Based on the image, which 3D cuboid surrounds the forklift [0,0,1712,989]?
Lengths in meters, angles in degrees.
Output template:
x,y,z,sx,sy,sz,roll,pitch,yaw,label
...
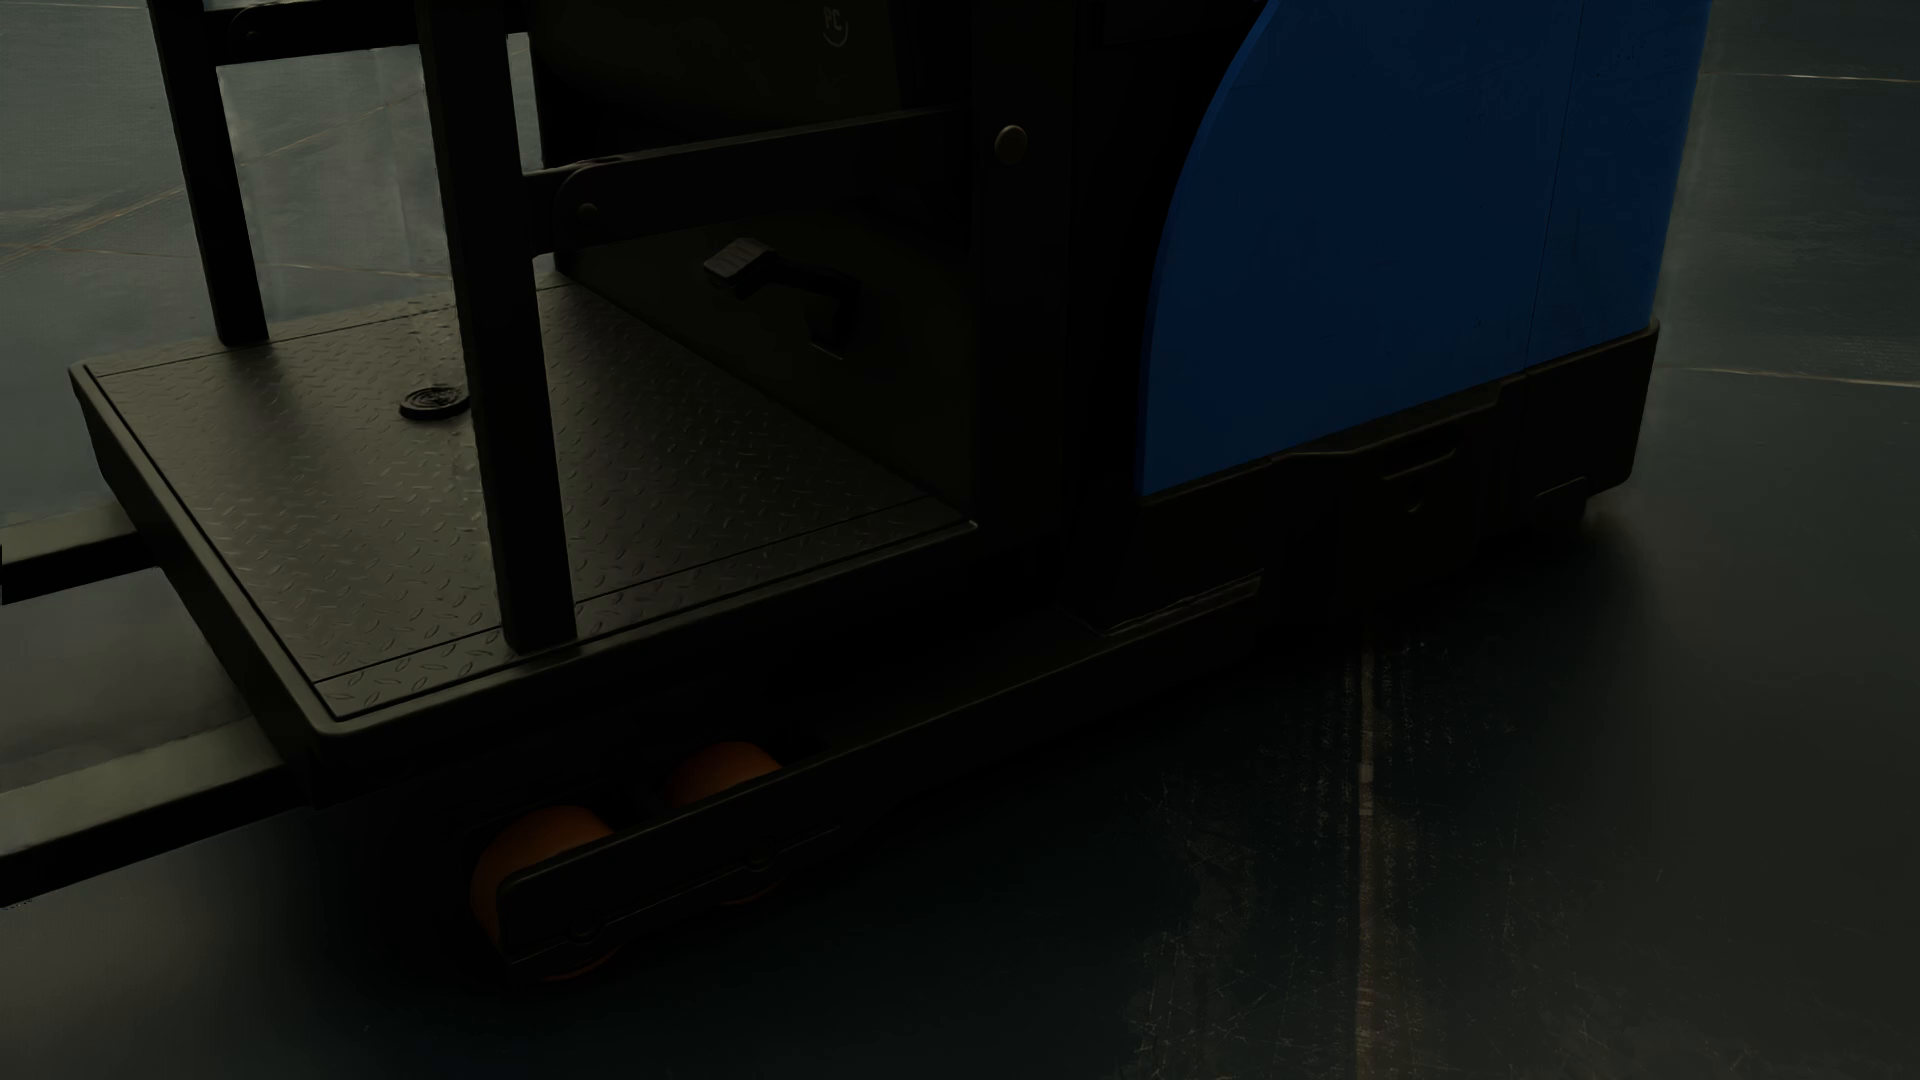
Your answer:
x,y,z,sx,sy,sz,roll,pitch,yaw,label
-0.459,-1.146,1.518,3.031,2.935,1.130,-18,32,-32,forklift
